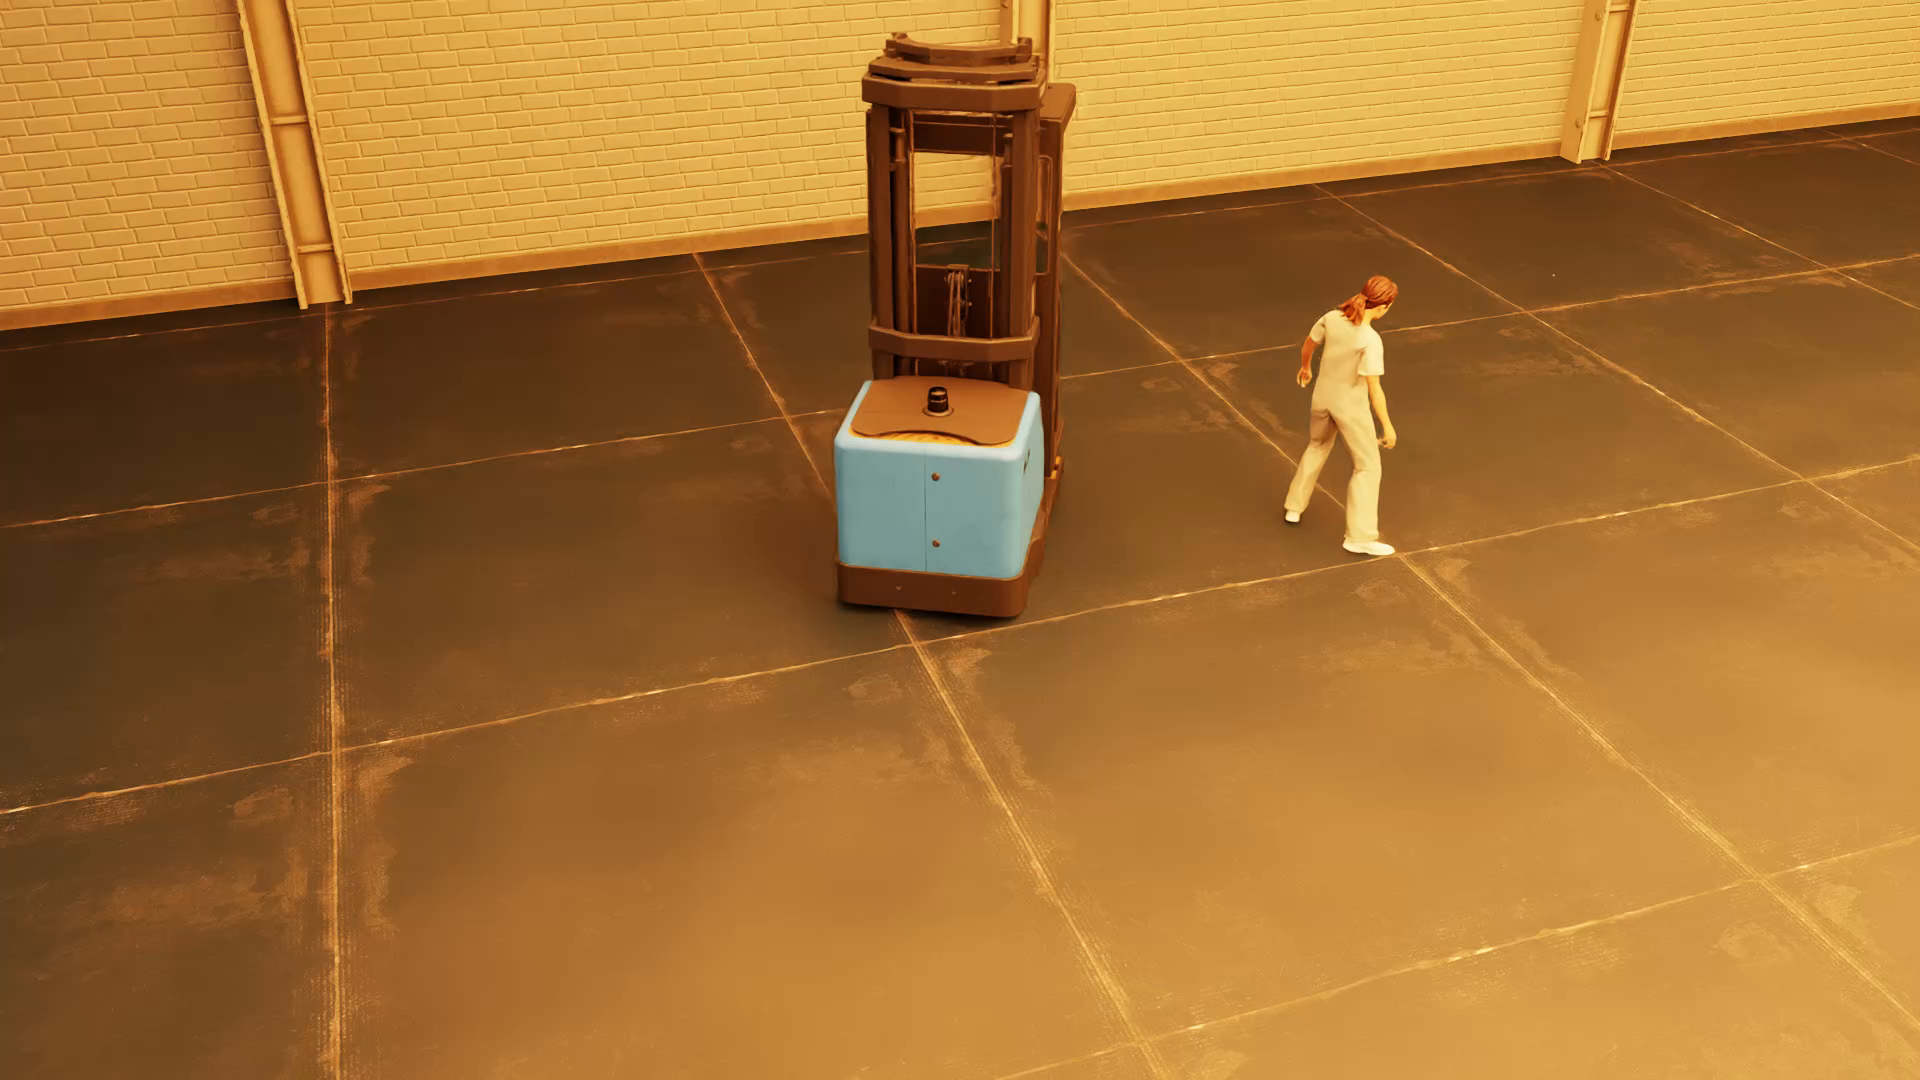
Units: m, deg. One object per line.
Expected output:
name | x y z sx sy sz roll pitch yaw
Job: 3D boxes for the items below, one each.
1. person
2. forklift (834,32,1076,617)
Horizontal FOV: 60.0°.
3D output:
person | 2.279 -0.771 9.773 0.385 1.638 0.864 -21 36 -31
forklift | 0.065 -1.563 9.804 1.130 2.935 3.031 5 30 8
